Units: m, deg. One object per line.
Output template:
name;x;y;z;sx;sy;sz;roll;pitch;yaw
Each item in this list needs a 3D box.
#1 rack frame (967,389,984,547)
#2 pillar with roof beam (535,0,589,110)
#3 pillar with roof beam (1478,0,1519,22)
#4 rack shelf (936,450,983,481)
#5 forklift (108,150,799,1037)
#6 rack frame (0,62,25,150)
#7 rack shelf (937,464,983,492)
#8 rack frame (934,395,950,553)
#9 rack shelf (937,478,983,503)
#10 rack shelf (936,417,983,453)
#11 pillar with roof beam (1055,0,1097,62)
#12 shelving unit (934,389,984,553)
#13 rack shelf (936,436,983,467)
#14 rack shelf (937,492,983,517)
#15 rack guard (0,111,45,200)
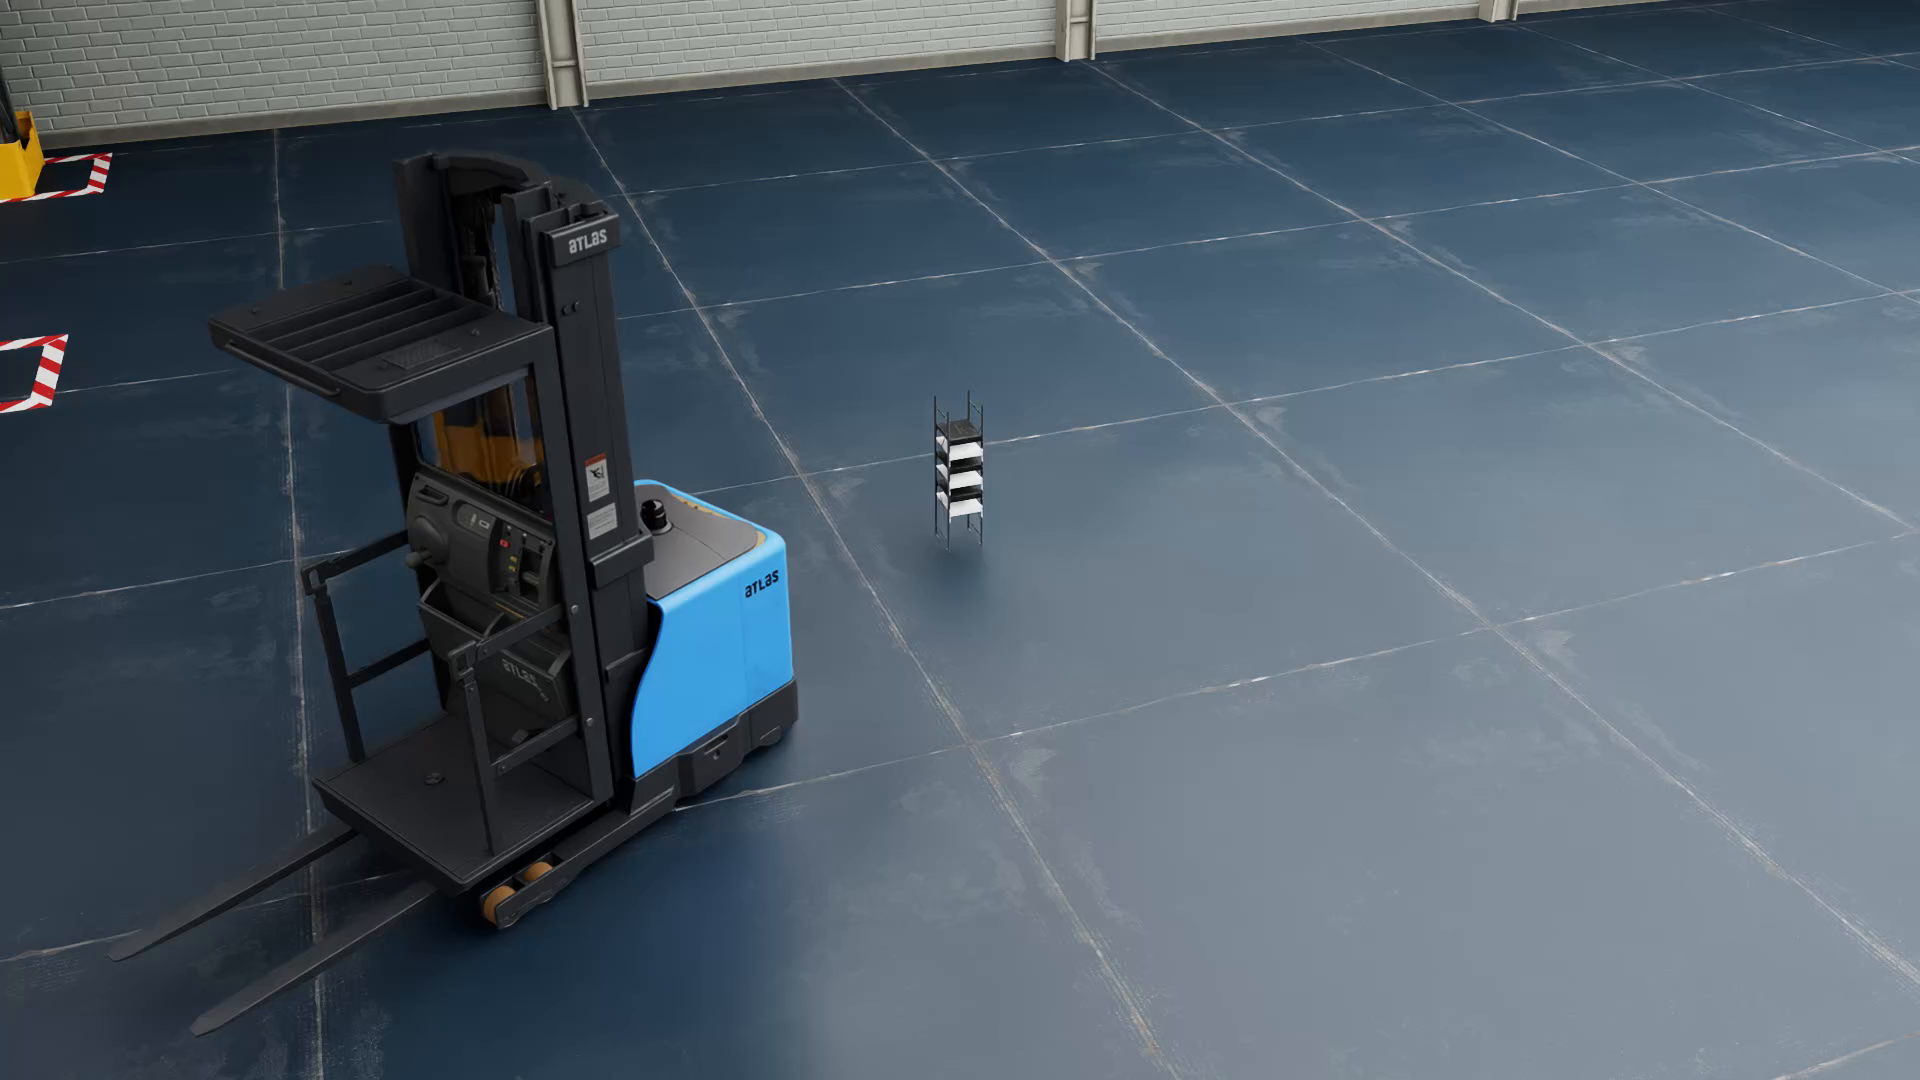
rack frame;0.088;-0.407;9.556;0.006;0.900;0.240;-10;31;-18
pillar with roof beam;-2.752;-6.640;12.314;0.400;9.000;9.100;-10;31;-18
pillar with roof beam;8.495;-8.711;15.949;0.400;9.000;9.100;-10;31;-18
rack shelf;-0.008;-0.439;9.497;0.200;0.077;0.258;-10;31;-18
forklift;-2.104;0.057;6.689;1.130;2.935;3.031;22;36;33
rack frame;-8.909;-4.697;14.964;0.127;3.000;1.000;-10;31;-18
rack shelf;-0.008;-0.361;9.541;0.200;0.077;0.258;-10;31;-18
rack frame;-0.103;-0.372;9.494;0.006;0.900;0.240;-10;31;-18
rack shelf;-0.008;-0.282;9.586;0.200;0.077;0.258;-10;31;-18
rack shelf;-0.008;-0.595;9.408;0.200;0.077;0.258;-10;31;-18
pillar with roof beam;2.872;-7.675;14.131;0.400;9.000;9.100;-10;31;-18
shelving unit;-0.008;-0.390;9.525;0.210;0.900;0.258;-10;31;-18
rack shelf;-0.008;-0.517;9.452;0.200;0.077;0.258;-10;31;-18
rack shelf;-0.008;-0.204;9.630;0.200;0.077;0.258;-10;31;-18
rack guard;-8.887;-3.615;15.590;0.348;0.500;1.175;-10;31;-18
